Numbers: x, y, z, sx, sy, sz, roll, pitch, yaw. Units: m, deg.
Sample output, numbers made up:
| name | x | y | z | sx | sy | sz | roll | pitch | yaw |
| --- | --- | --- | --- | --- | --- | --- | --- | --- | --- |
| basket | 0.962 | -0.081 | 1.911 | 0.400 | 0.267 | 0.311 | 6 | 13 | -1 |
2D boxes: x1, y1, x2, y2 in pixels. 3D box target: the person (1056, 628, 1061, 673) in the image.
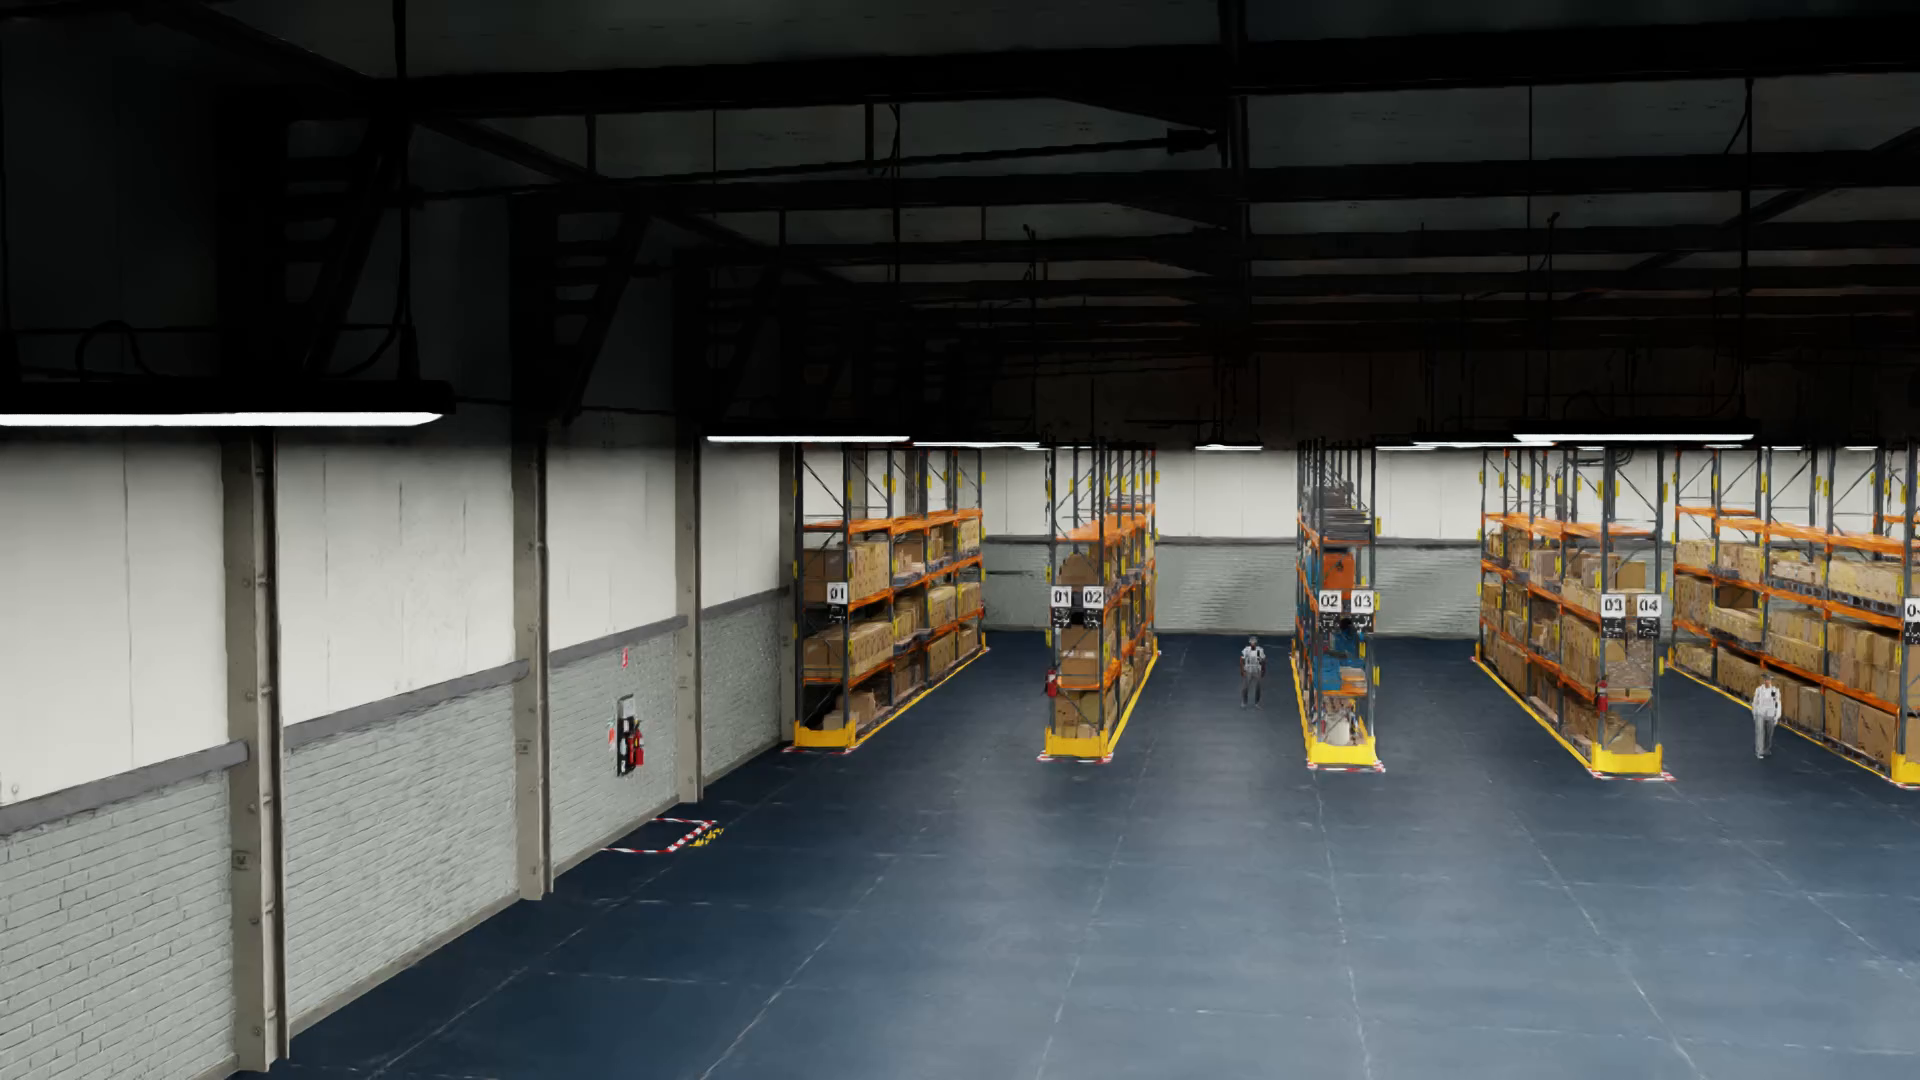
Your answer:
| name | x | y | z | sx | sy | sz | roll | pitch | yaw |
| --- | --- | --- | --- | --- | --- | --- | --- | --- | --- |
| person | 2.538 | 2.688 | 42.018 | 0.446 | 1.590 | 1.110 | 1 | 3 | 12 |

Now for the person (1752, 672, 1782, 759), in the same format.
| name | x | y | z | sx | sy | sz | roll | pitch | yaw |
| --- | --- | --- | --- | --- | --- | --- | --- | --- | --- |
| person | 15.042 | 3.256 | 30.987 | 0.482 | 1.616 | 0.997 | 1 | 3 | 19 |

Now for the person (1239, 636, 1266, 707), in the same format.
| name | x | y | z | sx | sy | sz | roll | pitch | yaw |
| --- | --- | --- | --- | --- | --- | --- | --- | --- | --- |
| person | 6.558 | 2.944 | 37.265 | 0.592 | 1.629 | 0.531 | 0 | 3 | 8 |
